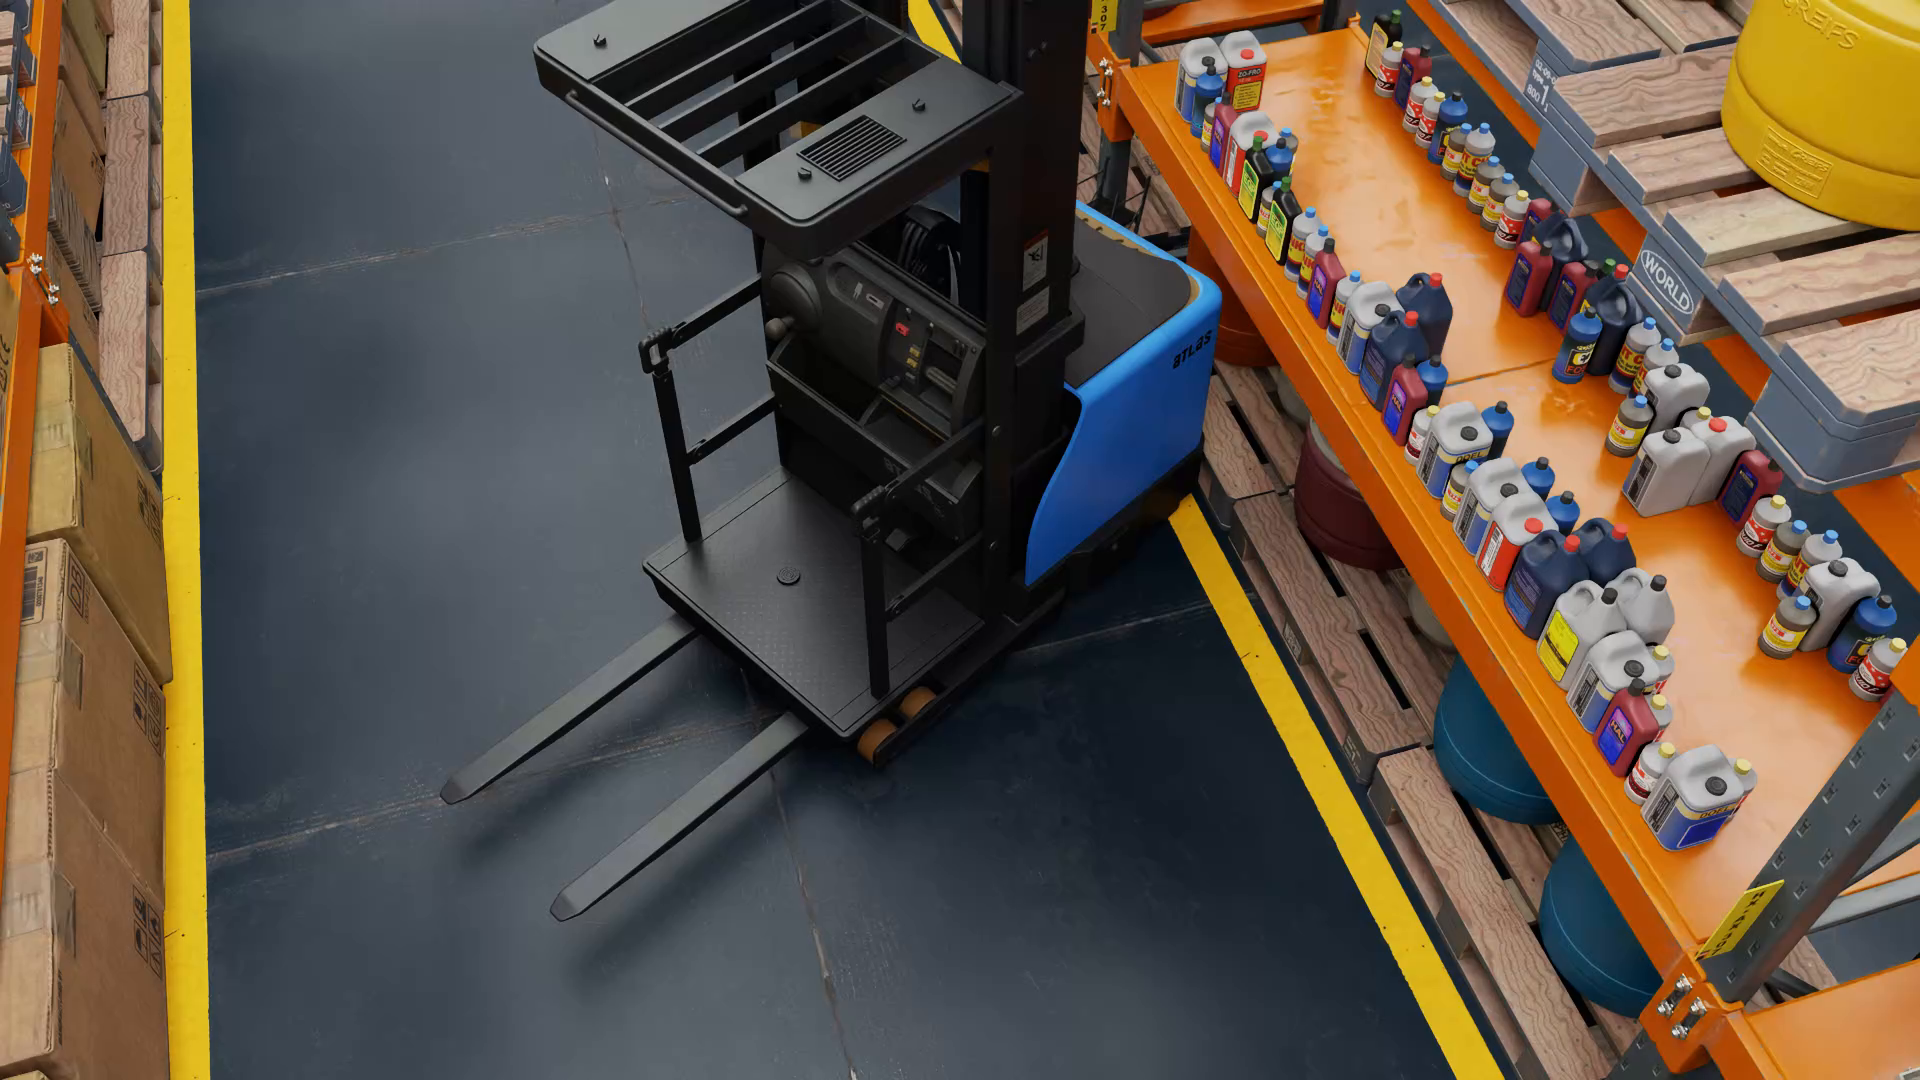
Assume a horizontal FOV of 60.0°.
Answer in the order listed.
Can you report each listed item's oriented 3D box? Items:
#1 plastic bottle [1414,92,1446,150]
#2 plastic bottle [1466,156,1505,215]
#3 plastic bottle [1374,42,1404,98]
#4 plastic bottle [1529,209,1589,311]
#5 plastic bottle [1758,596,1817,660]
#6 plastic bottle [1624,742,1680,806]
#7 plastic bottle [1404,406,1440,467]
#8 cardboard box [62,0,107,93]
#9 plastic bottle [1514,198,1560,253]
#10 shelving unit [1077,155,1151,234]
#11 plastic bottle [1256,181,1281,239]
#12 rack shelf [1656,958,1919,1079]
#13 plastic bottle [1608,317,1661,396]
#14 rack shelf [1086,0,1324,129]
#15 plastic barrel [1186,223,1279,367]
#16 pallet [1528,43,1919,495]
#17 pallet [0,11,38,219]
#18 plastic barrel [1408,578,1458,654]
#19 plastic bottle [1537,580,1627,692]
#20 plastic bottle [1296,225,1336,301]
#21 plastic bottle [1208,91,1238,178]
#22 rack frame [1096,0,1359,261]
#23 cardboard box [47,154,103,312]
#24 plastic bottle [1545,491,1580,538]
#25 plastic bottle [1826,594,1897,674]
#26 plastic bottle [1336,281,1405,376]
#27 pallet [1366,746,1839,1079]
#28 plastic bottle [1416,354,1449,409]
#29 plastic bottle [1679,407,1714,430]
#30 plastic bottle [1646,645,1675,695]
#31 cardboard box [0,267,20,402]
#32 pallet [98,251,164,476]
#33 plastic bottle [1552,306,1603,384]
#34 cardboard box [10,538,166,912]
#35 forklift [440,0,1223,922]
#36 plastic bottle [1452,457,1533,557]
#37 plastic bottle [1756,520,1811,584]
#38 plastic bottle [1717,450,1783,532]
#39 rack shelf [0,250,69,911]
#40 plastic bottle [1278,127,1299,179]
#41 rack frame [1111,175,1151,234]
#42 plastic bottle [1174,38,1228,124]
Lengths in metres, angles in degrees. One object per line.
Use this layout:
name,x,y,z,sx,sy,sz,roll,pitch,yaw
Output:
plastic bottle,1.706,-1.518,5.987,0.097,0.201,0.097,0,50,0
plastic bottle,1.822,-1.234,5.748,0.097,0.201,0.097,0,50,0
plastic bottle,1.609,-1.758,6.189,0.097,0.201,0.097,0,50,0
plastic bottle,1.938,-0.934,5.397,0.144,0.351,0.185,-13,51,-11
plastic bottle,2.254,0.227,4.517,0.097,0.201,0.097,0,50,0
plastic bottle,1.763,0.583,4.216,0.097,0.201,0.097,0,50,0
plastic bottle,1.397,-0.320,4.977,0.097,0.201,0.097,0,50,0
cardboard box,-4.565,-2.441,7.983,0.700,0.500,0.500,-14,51,-11
plastic bottle,1.931,-1.038,5.529,0.061,0.283,0.133,-13,51,-11
shelving unit,0.542,-1.106,6.856,0.210,0.900,0.258,32,44,24
plastic bottle,1.069,-1.130,5.660,0.097,0.201,0.097,0,50,0
rack shelf,2.840,2.505,2.936,1.077,0.370,4.000,-13,51,-11
plastic bottle,2.096,-0.578,5.149,0.097,0.271,0.097,0,50,0
rack shelf,0.474,-3.338,7.862,1.077,0.370,4.000,-13,51,-11
plastic barrel,1.227,-1.191,6.727,0.600,0.830,0.708,-13,51,-11
pallet,1.923,-0.644,3.282,1.213,0.211,1.003,-13,51,-11
pallet,-3.978,-1.424,5.903,1.213,0.211,1.003,-13,51,-11
plastic barrel,1.813,0.128,5.822,0.421,0.512,0.421,0,50,0
plastic bottle,1.664,0.231,4.415,0.144,0.351,0.185,-13,51,-11
plastic bottle,1.166,-0.913,5.431,0.097,0.271,0.097,0,50,0
plastic bottle,0.938,-1.432,5.861,0.061,0.283,0.133,-13,51,-11
rack frame,1.066,-2.109,6.356,1.000,3.000,0.127,-13,51,-11
cardboard box,-4.059,-1.212,6.947,0.700,0.500,0.500,-17,52,-14
plastic bottle,1.680,-0.038,4.694,0.097,0.271,0.097,0,50,0
plastic bottle,2.428,0.241,4.459,0.097,0.271,0.097,0,50,0
plastic bottle,1.295,-0.667,5.221,0.152,0.276,0.135,-13,51,-11
pallet,2.060,1.138,5.442,1.003,0.211,1.213,-13,51,-11
plastic bottle,1.416,-0.453,5.044,0.097,0.271,0.097,0,50,0
plastic bottle,2.194,-0.315,4.973,0.097,0.201,0.097,0,50,0
plastic bottle,1.829,0.353,4.410,0.097,0.201,0.097,0,50,0
cardboard box,-3.283,-0.717,5.117,0.500,0.500,0.500,-12,51,-10
pallet,-3.895,-0.661,6.959,1.003,0.211,1.213,-13,51,-11
plastic bottle,1.930,-0.616,5.182,0.097,0.271,0.097,0,50,0
cardboard box,-3.225,0.722,5.084,1.225,0.875,0.875,-13,51,-11
forklift,-0.438,-0.603,5.131,1.130,2.935,3.031,37,59,27
plastic bottle,1.526,-0.096,4.740,0.152,0.276,0.135,-13,51,-11
plastic bottle,2.330,0.023,4.688,0.097,0.201,0.097,0,50,0
plastic bottle,2.285,-0.163,4.791,0.061,0.283,0.133,-13,51,-11
rack shelf,-3.074,0.703,4.455,1.077,0.370,4.000,-13,51,-11
plastic bottle,1.135,-1.360,5.854,0.097,0.201,0.097,0,50,0
rack frame,0.621,-1.056,6.815,0.006,0.900,0.240,32,44,24
plastic bottle,0.885,-1.680,6.075,0.152,0.276,0.135,-13,51,-11
